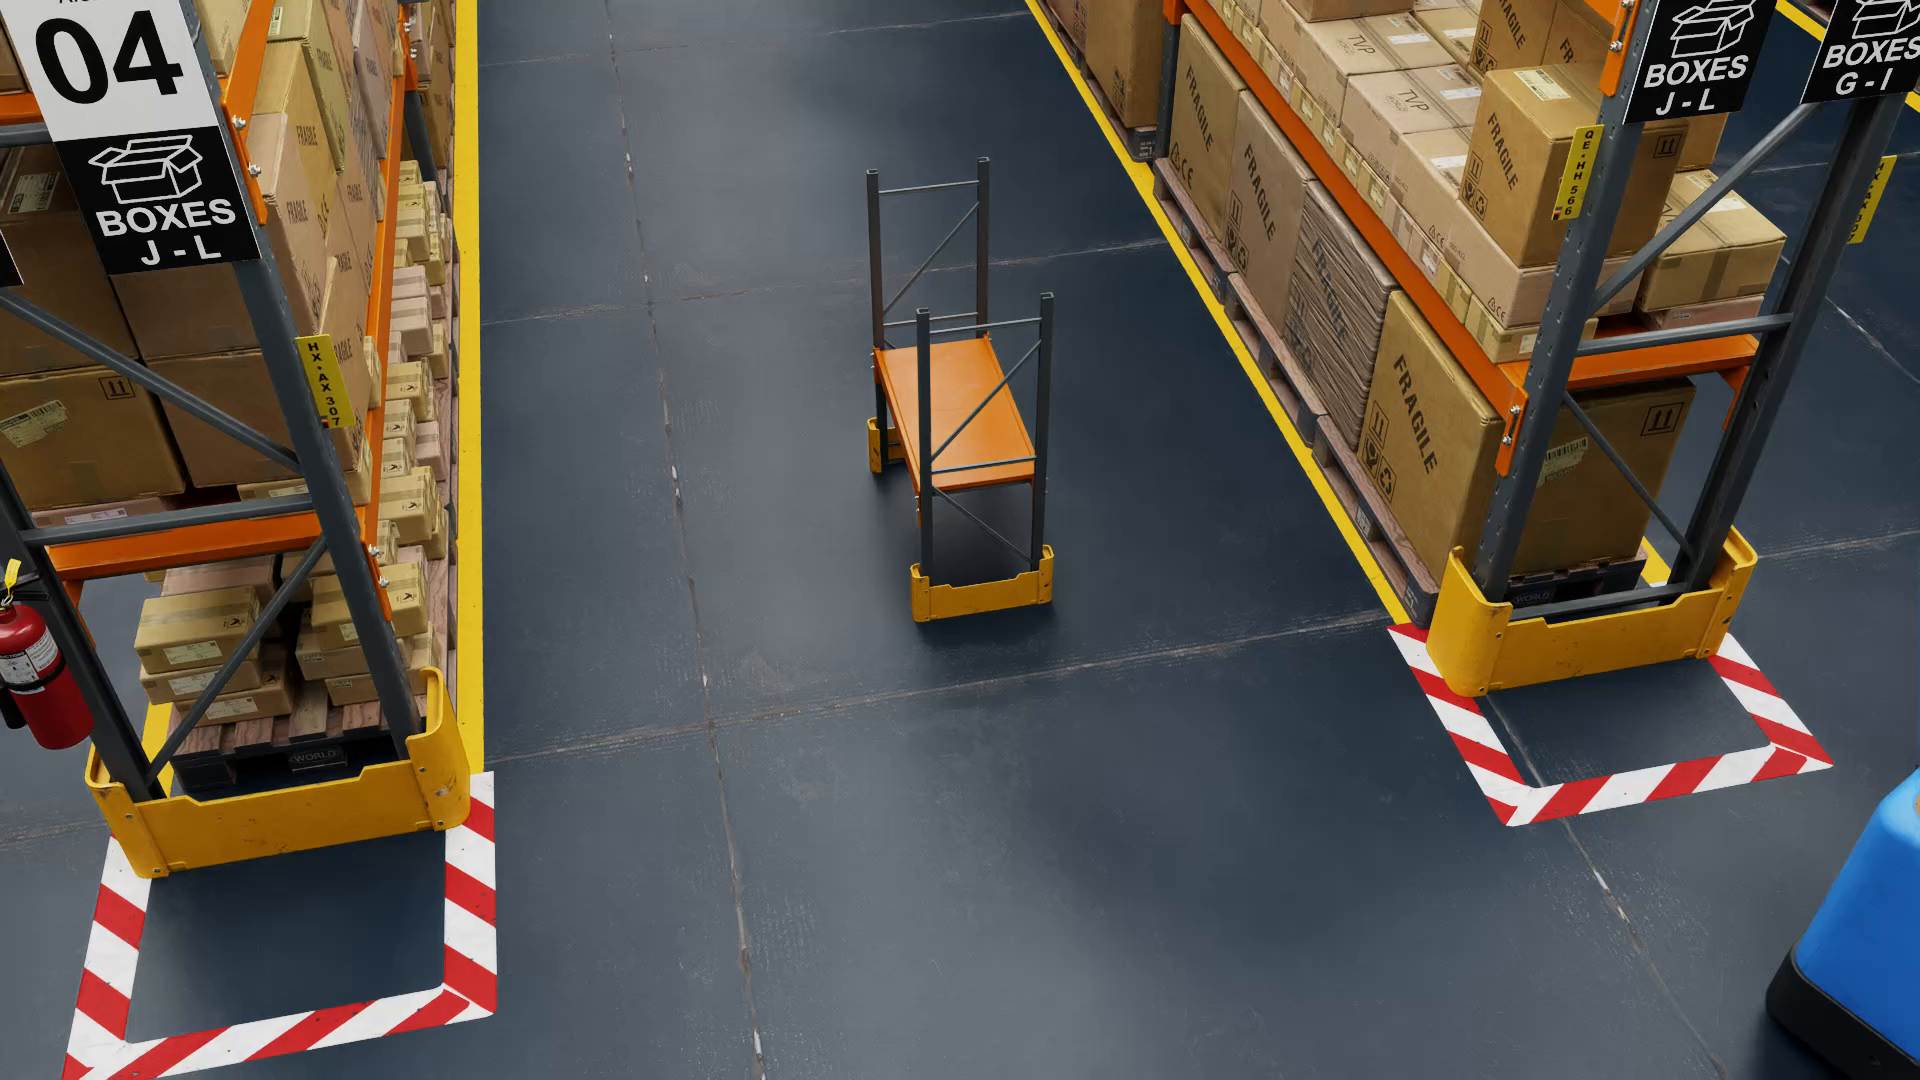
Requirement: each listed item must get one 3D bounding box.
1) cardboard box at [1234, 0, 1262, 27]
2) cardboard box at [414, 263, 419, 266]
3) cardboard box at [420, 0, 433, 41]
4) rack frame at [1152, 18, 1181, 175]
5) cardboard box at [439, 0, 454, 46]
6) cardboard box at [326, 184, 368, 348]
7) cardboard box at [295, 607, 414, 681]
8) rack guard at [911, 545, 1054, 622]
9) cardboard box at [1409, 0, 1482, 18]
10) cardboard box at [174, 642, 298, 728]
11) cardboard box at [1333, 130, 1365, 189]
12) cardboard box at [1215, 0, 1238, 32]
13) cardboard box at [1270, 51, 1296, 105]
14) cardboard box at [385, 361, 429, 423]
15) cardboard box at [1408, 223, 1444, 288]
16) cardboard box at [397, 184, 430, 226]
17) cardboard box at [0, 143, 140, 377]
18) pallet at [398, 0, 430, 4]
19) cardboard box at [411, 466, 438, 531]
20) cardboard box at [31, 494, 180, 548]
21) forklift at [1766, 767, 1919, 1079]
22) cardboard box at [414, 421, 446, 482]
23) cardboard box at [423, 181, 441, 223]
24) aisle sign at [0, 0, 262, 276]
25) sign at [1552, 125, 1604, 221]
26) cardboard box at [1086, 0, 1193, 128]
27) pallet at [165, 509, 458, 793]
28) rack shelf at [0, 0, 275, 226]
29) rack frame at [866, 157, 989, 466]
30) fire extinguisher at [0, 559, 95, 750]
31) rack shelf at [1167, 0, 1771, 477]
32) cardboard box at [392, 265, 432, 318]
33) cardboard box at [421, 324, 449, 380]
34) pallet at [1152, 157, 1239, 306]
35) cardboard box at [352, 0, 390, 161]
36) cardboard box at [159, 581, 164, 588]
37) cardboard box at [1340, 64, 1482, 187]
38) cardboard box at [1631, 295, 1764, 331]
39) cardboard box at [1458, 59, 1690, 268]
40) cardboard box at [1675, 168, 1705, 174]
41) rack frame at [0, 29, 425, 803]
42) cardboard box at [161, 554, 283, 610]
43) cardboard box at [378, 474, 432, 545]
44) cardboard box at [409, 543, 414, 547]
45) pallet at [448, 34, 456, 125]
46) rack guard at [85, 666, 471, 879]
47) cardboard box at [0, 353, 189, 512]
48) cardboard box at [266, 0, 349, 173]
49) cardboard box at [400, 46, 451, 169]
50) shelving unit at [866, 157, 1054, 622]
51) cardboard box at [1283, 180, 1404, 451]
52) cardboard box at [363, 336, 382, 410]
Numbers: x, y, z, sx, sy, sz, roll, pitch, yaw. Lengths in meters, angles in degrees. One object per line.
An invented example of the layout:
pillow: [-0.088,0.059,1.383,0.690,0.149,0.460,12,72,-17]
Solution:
cardboard box: [1.567,-2.685,7.905,0.500,0.250,0.500,-9,42,-9]
cardboard box: [-2.764,-1.172,7.918,0.380,0.149,0.250,-8,42,-9]
cardboard box: [-3.265,-3.015,9.388,0.500,0.250,0.500,-7,42,-8]
rack frame: [1.619,-3.295,8.703,1.000,3.000,0.127,-8,42,-9]
cardboard box: [-3.474,-3.399,10.386,0.500,0.500,0.500,-10,43,-11]
cardboard box: [-2.350,-0.880,5.682,0.500,0.500,0.500,-8,42,-9]
cardboard box: [-2.245,0.364,6.187,0.380,0.149,0.250,-7,42,-7]
rack guard: [0.091,0.180,6.859,0.587,0.250,0.087,-8,42,-9]
cardboard box: [2.195,-2.436,7.624,0.500,0.250,0.500,-8,42,-8]
cardboard box: [-2.700,0.540,6.213,0.380,0.149,0.250,-8,42,-9]
cardboard box: [1.805,-1.622,7.007,0.380,0.149,0.250,-8,42,-9]
cardboard box: [1.472,-2.621,8.133,0.380,0.149,0.250,-7,42,-8]
cardboard box: [1.638,-2.122,7.570,0.380,0.149,0.250,-8,42,-9]
cardboard box: [-2.467,-0.609,7.060,0.380,0.149,0.250,-8,42,-9]
cardboard box: [1.973,-1.124,6.446,0.380,0.149,0.250,-8,42,-9]
cardboard box: [-2.821,-1.610,8.188,0.380,0.149,0.250,-8,42,-9]
cardboard box: [-2.724,-0.841,4.885,0.500,0.500,0.500,-9,42,-10]
pallet: [-3.269,-3.095,8.621,1.003,0.211,1.213,-8,42,-9]
cardboard box: [-2.338,-0.149,6.766,0.380,0.149,0.250,-7,42,-8]
cardboard box: [-2.729,-0.134,5.331,0.380,0.149,0.250,-8,42,-9]
forklift: [4.116,0.135,4.891,3.031,2.935,1.130,-27,48,-27]
cardboard box: [-2.445,-0.359,7.226,0.380,0.149,0.250,-10,43,-11]
cardboard box: [-2.868,-1.694,8.506,0.380,0.149,0.250,-8,42,-8]
aisle sign: [-2.074,-1.025,4.187,0.394,0.787,0.004,-8,42,-9]
sign: [1.949,-1.156,5.242,0.100,0.325,0.005,-8,42,-9]
cardboard box: [1.461,-3.070,9.733,1.225,0.875,0.875,-8,42,-9]
pallet: [-2.540,0.404,6.635,1.003,0.211,1.213,-8,42,-9]
rack shelf: [-2.814,-2.207,5.759,1.077,0.370,4.000,-8,42,-9]
rack frame: [-0.128,-0.946,7.186,0.500,1.500,0.032,-8,42,-9]
fire extinguisher: [-2.779,0.340,4.946,0.296,0.674,0.183,-8,42,-9]
rack shelf: [2.050,-1.730,7.481,1.077,0.370,4.000,-8,42,-9]
cardboard box: [-2.632,-1.108,7.622,0.380,0.149,0.250,-10,43,-11]
cardboard box: [-2.605,-0.865,7.796,0.380,0.149,0.250,-8,42,-9]
pallet: [1.707,-1.749,9.061,1.003,0.211,1.213,-8,42,-9]
cardboard box: [-2.649,-1.867,6.794,0.500,0.500,0.500,-9,42,-10]
cardboard box: [-2.889,0.103,6.482,0.380,0.149,0.250,-10,43,-11]
cardboard box: [1.899,-1.693,6.786,0.500,0.250,0.500,-10,43,-11]
cardboard box: [2.728,-0.886,6.178,0.380,0.149,0.250,-8,42,-9]
cardboard box: [2.120,-1.316,5.797,0.500,0.500,0.500,-8,42,-9]
cardboard box: [2.524,-1.444,6.506,0.500,0.250,0.500,-9,42,-10]
rack frame: [-2.383,-0.057,5.055,1.000,3.000,0.127,-8,42,-9]
cardboard box: [-2.743,0.151,6.203,0.380,0.149,0.250,-8,42,-8]
cardboard box: [-2.270,-0.102,6.489,0.380,0.149,0.250,-8,42,-9]
cardboard box: [-2.380,0.148,6.655,0.380,0.149,0.250,-8,42,-9]
pallet: [-3.682,-2.904,10.363,1.003,0.211,1.213,-8,42,-9]
rack guard: [-2.399,0.828,5.941,1.175,0.500,0.348,-8,42,-9]
cardboard box: [-2.731,-0.461,5.210,0.500,0.500,0.500,-8,42,-8]
cardboard box: [-2.426,-1.576,5.713,0.500,0.500,0.500,-9,42,-10]
cardboard box: [-3.147,-2.390,9.249,0.500,0.500,0.500,-7,42,-8]
shelving unit: [-0.016,-0.610,6.808,0.587,1.500,1.083,-8,42,-9]
cardboard box: [2.070,-1.058,7.467,0.875,0.875,0.875,-8,42,-9]
cardboard box: [-2.234,-0.562,5.812,0.380,0.149,0.250,-9,42,-11]
